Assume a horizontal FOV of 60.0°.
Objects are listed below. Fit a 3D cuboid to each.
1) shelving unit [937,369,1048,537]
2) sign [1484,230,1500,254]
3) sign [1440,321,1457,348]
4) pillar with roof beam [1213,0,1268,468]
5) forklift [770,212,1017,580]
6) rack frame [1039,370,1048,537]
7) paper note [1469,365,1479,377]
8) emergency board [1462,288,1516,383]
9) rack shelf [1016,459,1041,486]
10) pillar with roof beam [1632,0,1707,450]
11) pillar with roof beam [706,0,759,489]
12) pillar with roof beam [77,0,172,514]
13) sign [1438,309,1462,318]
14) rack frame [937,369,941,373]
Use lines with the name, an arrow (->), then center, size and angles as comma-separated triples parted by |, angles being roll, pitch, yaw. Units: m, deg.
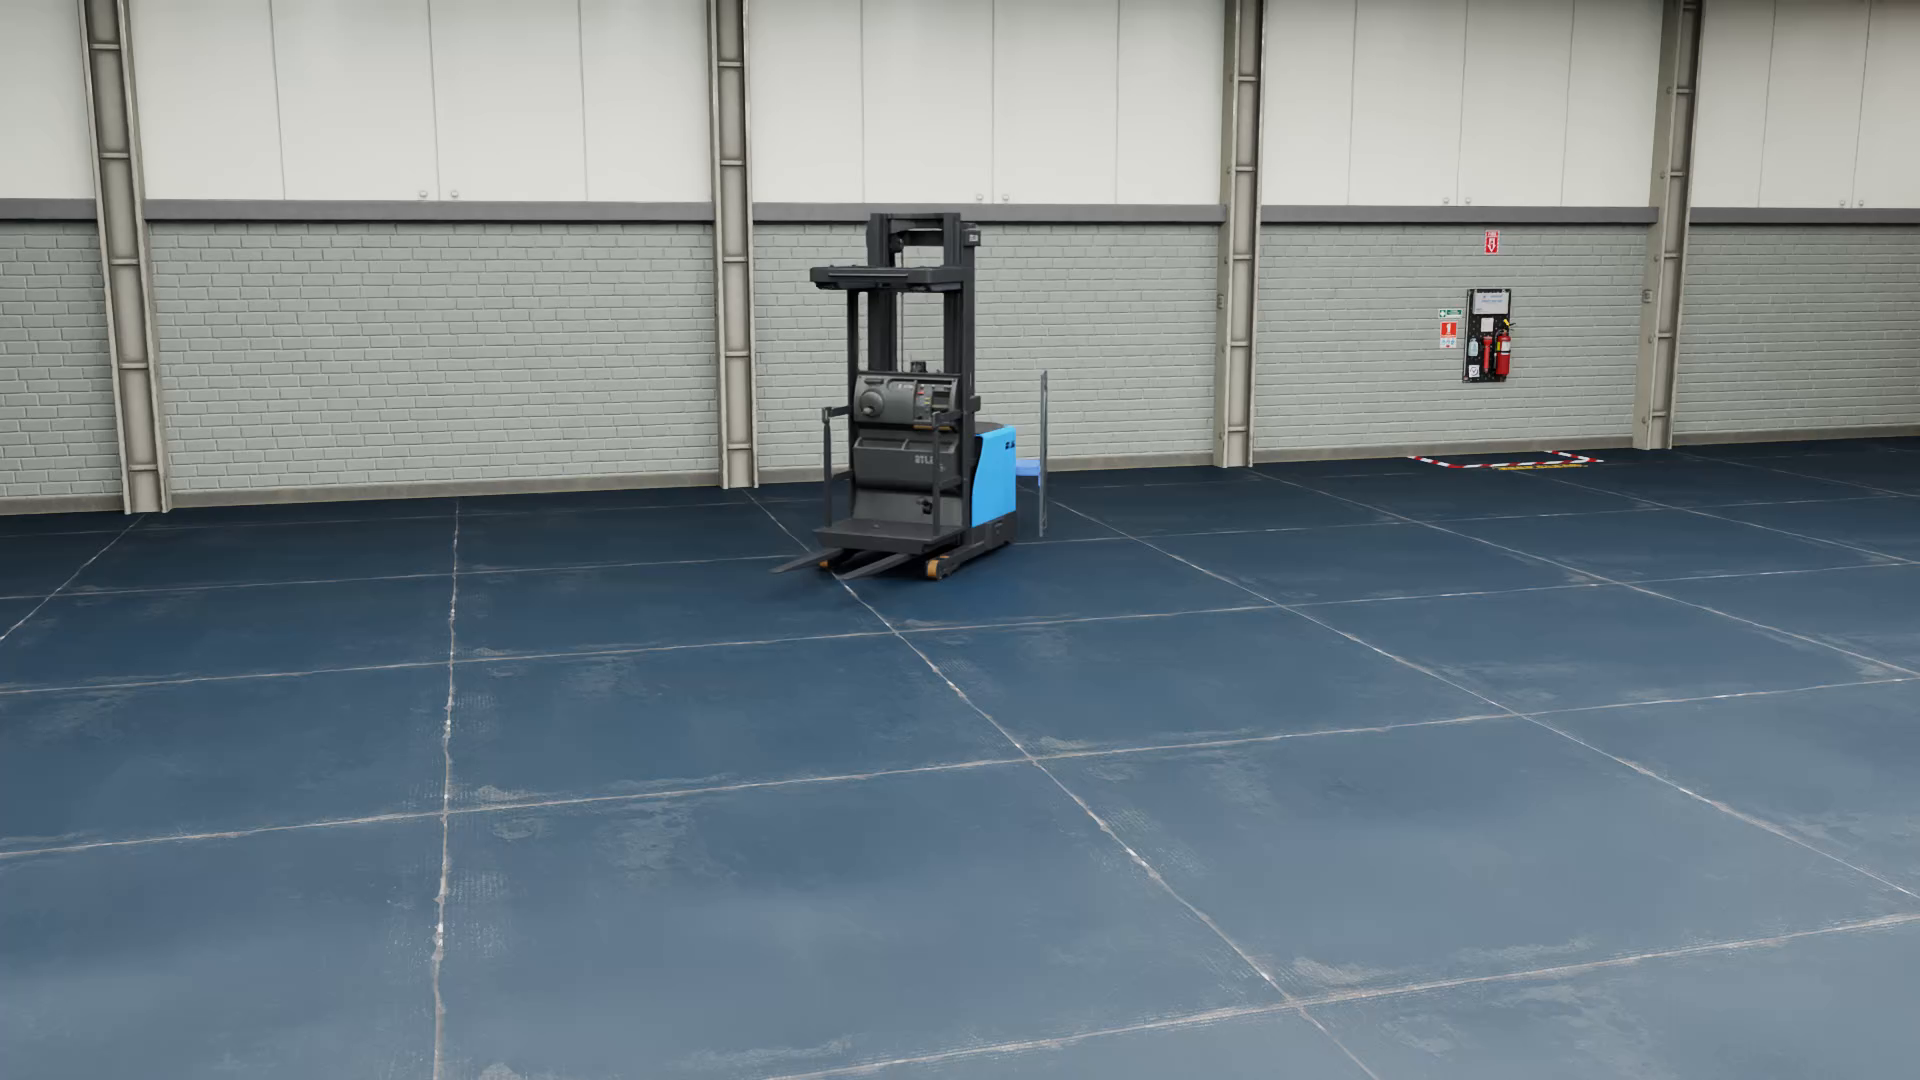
shelving unit -> 0.276, -0.825, 15.587 | 1.048, 1.500, 0.538 | 1, 11, 7
sign -> 6.643, -3.719, 20.767 | 0.199, 0.298, 0.001 | -3, 11, -16
sign -> 6.119, -2.570, 20.827 | 0.234, 0.329, 0.001 | -3, 11, -16
pillar with roof beam -> 4.504, -4.579, 15.270 | 0.400, 9.000, 9.100 | -3, 11, -16
forklift -> -0.539, -1.206, 13.708 | 1.130, 2.935, 3.031 | 5, 11, 23
rack frame -> 0.781, -0.813, 15.525 | 0.032, 1.500, 0.500 | 1, 11, 7
paper note -> 6.489, -2.132, 20.981 | 0.142, 0.148, 0.016 | -3, 11, -16
emergency board -> 6.679, -2.563, 20.885 | 0.643, 1.169, 0.194 | -3, 11, -16
rack shelf -> 0.276, -0.648, 15.620 | 1.000, 0.185, 0.538 | 1, 11, 7
pillar with roof beam -> 10.265, -4.883, 16.920 | 0.400, 9.000, 9.100 | -3, 11, -16
pillar with roof beam -> -1.257, -4.276, 13.621 | 0.400, 9.000, 9.100 | -3, 11, -16
pillar with roof beam -> -7.017, -3.972, 11.972 | 0.400, 9.000, 9.100 | -3, 11, -16
sign -> 6.126, -2.829, 20.772 | 0.331, 0.109, 0.001 | -3, 11, -16
rack frame -> -0.228, -0.836, 15.649 | 0.032, 1.500, 0.500 | 1, 11, 7
